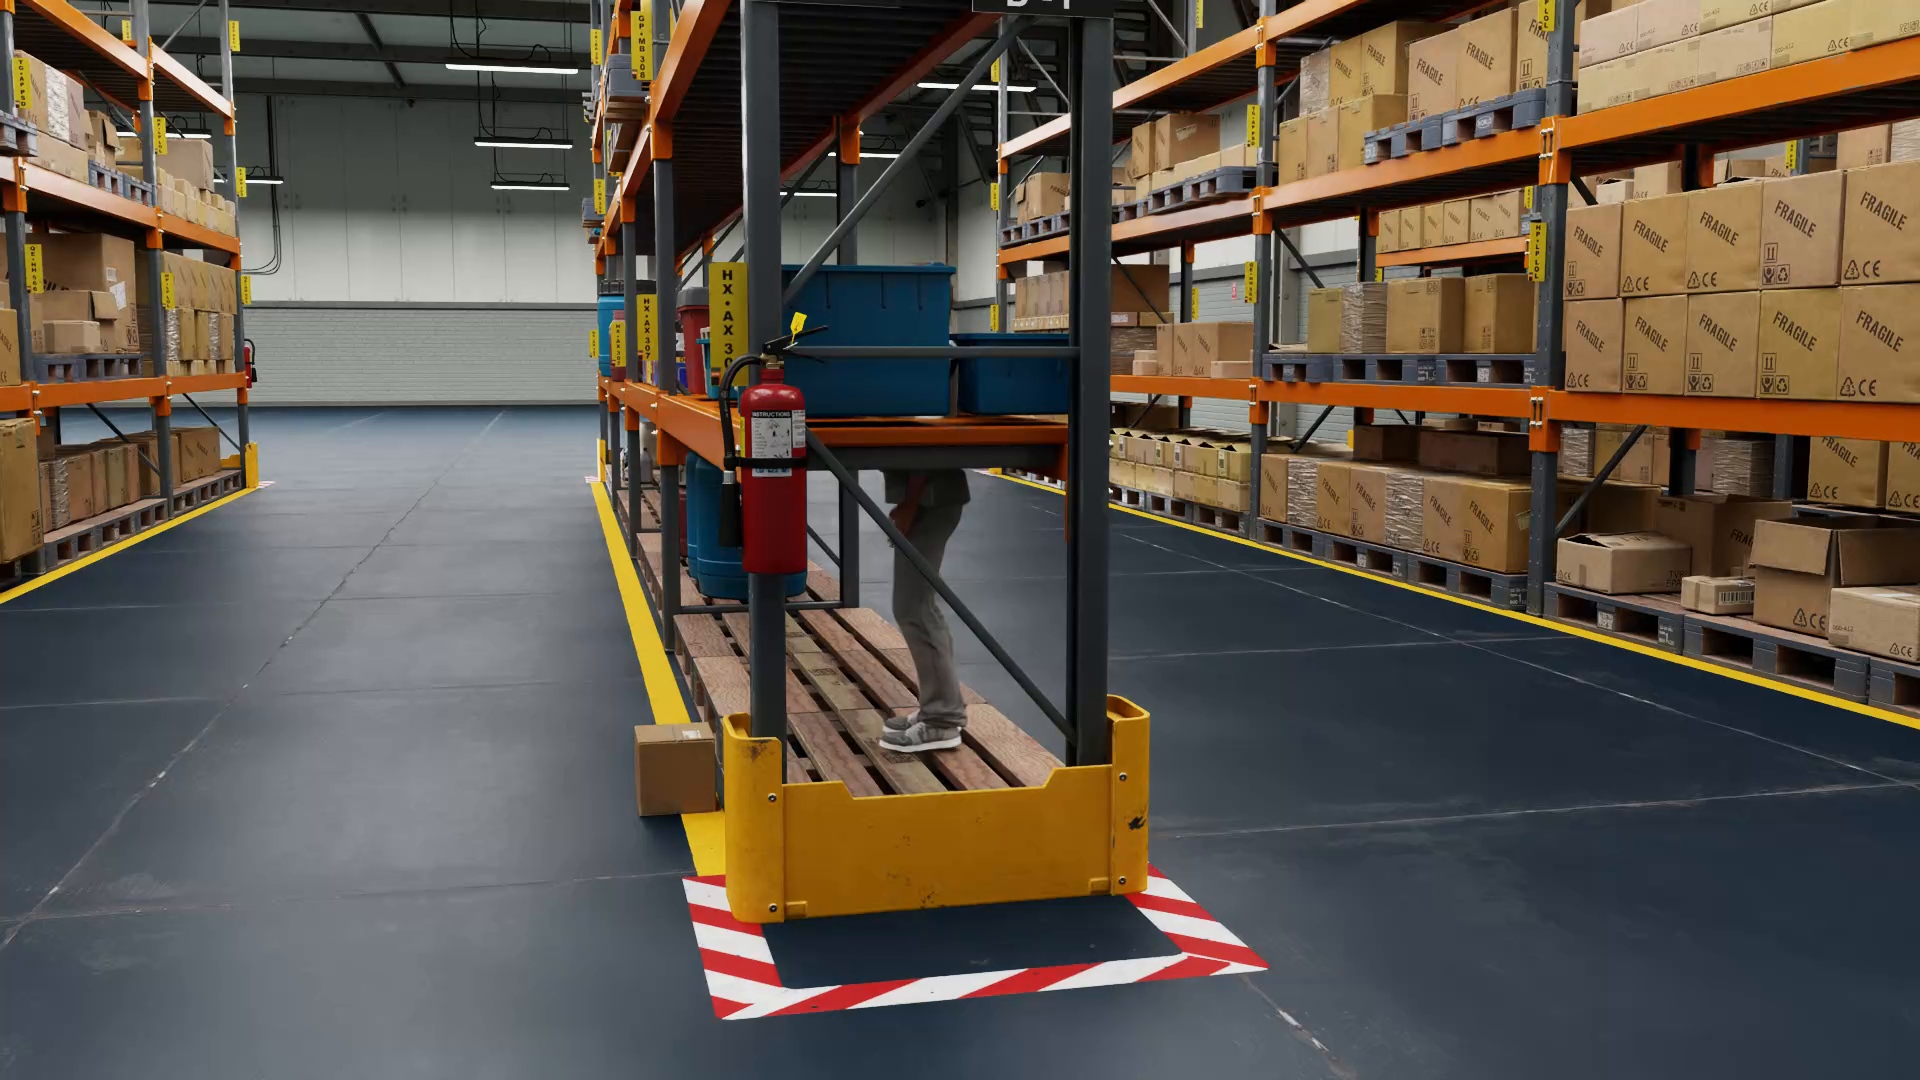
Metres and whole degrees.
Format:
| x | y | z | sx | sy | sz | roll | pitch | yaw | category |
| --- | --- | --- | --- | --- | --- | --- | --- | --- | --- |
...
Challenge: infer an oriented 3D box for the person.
| x | y | z | sx | sy | sz | roll | pitch | yaw | category |
| --- | --- | --- | --- | --- | --- | --- | --- | --- | --- |
| -0.116 | -0.096 | 5.466 | 0.302 | 1.578 | 0.408 | 0 | 6 | 0 | person |
